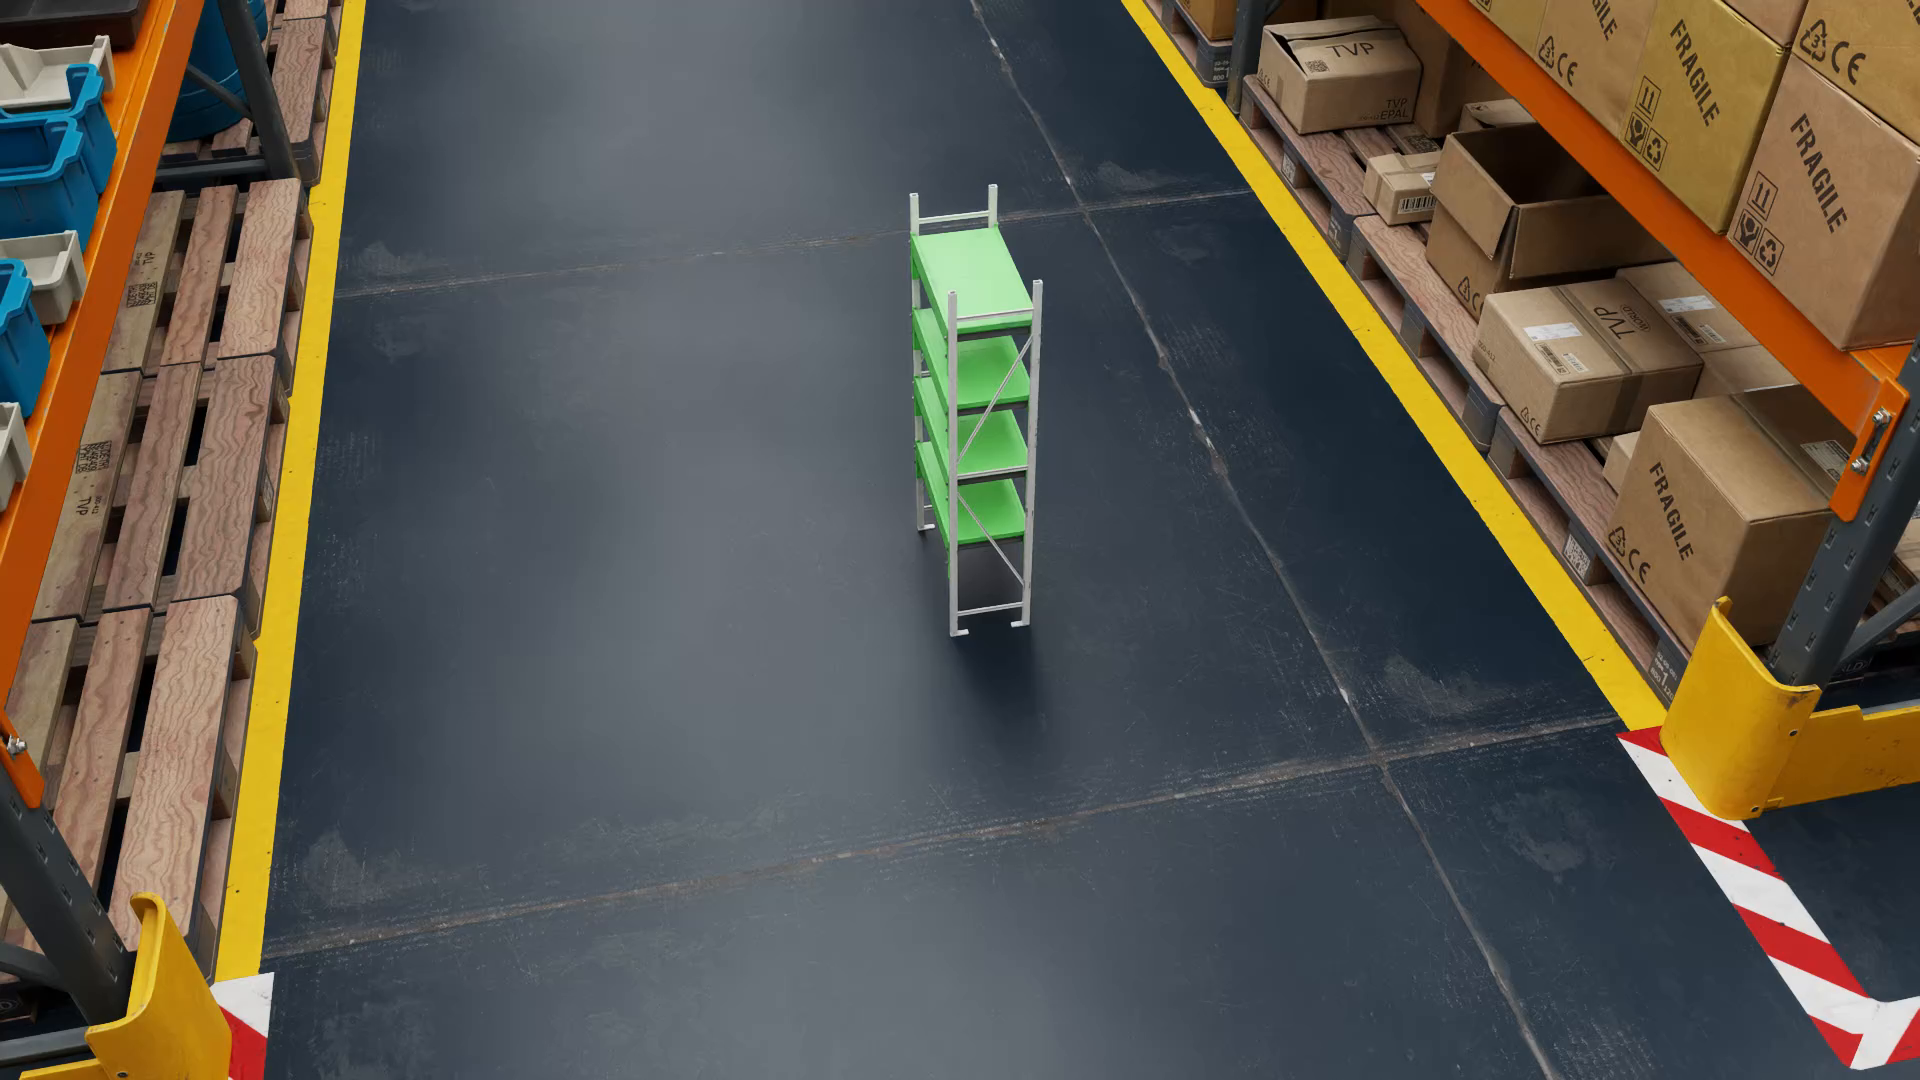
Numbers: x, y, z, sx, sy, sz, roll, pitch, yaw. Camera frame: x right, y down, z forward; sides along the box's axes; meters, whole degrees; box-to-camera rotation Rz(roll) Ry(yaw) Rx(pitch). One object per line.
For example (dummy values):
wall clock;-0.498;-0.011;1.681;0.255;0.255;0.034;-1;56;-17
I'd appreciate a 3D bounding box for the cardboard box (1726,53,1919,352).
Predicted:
cardboard box;2.191;-0.803;3.820;0.500;0.500;0.500;-7;42;-8

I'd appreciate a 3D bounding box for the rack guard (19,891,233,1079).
rack guard;-2.266;1.142;3.587;1.175;0.500;0.348;-8;42;-9

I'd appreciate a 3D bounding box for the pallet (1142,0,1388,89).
pallet;1.477;-2.586;8.004;1.003;0.211;1.213;-8;42;-9

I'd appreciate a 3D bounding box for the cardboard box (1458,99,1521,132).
cardboard box;2.229;-1.642;6.657;0.380;0.149;0.250;-8;42;-9

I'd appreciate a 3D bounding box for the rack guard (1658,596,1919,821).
rack guard;2.537;0.371;4.455;1.175;0.500;0.348;-8;42;-9

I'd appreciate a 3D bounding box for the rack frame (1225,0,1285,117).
rack frame;1.690;-3.107;6.491;1.000;3.000;0.127;-8;42;-9

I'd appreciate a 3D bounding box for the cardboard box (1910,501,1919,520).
cardboard box;2.744;-0.102;4.908;0.380;0.166;0.250;-8;42;-9

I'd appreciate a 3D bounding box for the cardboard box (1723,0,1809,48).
cardboard box;2.079;-1.502;3.854;0.500;0.500;0.500;-7;42;-8

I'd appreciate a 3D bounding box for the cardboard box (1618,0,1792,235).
cardboard box;2.075;-1.139;4.198;0.500;0.500;0.500;-8;42;-9

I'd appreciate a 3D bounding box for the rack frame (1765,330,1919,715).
rack frame;2.553;-0.514;3.570;1.000;3.000;0.127;-8;42;-9

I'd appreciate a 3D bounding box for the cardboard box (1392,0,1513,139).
cardboard box;2.090;-2.008;6.804;0.500;0.500;0.500;-8;42;-9

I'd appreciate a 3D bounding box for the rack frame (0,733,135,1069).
rack frame;-2.284;0.193;2.773;1.000;3.000;0.127;-8;42;-9

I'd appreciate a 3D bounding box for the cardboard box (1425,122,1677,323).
cardboard box;2.100;-1.121;5.802;0.797;0.503;0.637;-8;42;-9

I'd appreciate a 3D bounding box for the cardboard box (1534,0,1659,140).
cardboard box;1.973;-1.463;4.563;0.500;0.500;0.500;-8;42;-9

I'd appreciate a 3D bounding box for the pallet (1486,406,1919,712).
pallet;2.364;-0.037;5.133;1.003;0.211;1.213;-8;42;-9

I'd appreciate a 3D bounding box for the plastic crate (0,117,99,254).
plastic crate;-2.300;-0.827;4.004;0.416;0.233;0.300;-8;42;-9

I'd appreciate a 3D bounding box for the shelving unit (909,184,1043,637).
shelving unit;0.036;-0.341;4.731;0.258;1.200;0.503;-8;42;-9

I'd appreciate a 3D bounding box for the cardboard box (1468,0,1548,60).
cardboard box;1.864;-1.790;4.931;0.500;0.500;0.500;-9;42;-10

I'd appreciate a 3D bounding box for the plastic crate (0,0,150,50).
plastic crate;-2.644;-1.632;4.991;0.437;0.125;0.590;-8;42;-9

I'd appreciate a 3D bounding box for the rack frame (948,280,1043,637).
rack frame;0.088;-0.183;4.553;0.240;1.200;0.015;-8;42;-9

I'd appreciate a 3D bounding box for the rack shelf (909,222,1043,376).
rack shelf;0.036;-0.653;4.455;0.258;0.148;0.480;-8;42;-9

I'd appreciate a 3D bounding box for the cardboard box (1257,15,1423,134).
cardboard box;1.569;-1.963;6.896;0.500;0.311;0.500;-8;42;-9

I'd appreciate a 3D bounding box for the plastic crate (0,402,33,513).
plastic crate;-2.004;-0.158;3.322;0.250;0.136;0.298;-8;42;-9

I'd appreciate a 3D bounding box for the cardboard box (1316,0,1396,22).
cardboard box;1.823;-2.685;7.567;0.500;0.500;0.500;-10;43;-11

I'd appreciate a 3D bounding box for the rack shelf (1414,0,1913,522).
rack shelf;2.121;-1.542;5.269;1.077;0.370;4.000;-8;42;-9

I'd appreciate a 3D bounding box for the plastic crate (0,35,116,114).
plastic crate;-2.478;-1.238;4.538;0.293;0.136;0.466;-8;42;-9

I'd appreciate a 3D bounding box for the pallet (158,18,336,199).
pallet;-3.273;-1.863;7.190;1.003;0.211;1.213;-8;42;-9

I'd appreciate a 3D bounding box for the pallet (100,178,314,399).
pallet;-2.951;-0.886;6.089;1.003;0.211;1.213;-8;42;-9

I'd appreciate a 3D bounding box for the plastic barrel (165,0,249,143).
plastic barrel;-3.248;-2.127;6.651;0.600;0.901;0.708;-8;42;-9

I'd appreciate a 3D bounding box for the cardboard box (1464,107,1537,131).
cardboard box;2.252;-1.451;6.319;0.500;0.311;0.500;-8;42;-9

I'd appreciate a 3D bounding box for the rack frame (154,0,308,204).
rack frame;-3.148;-2.400;5.694;1.000;3.000;0.127;-8;42;-9

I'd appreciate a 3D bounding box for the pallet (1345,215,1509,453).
pallet;2.104;-0.826;6.022;1.003;0.211;1.213;-8;42;-9

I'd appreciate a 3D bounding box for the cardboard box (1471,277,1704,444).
cardboard box;2.020;-0.588;5.392;0.500;0.250;0.500;-8;42;-9

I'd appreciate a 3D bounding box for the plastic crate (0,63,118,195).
plastic crate;-2.365;-1.022;4.223;0.416;0.233;0.300;-8;42;-9

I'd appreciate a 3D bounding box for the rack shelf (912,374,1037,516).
rack shelf;0.036;-0.294;4.773;0.258;0.148;0.480;-8;42;-9

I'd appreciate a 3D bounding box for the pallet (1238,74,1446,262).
pallet;1.837;-1.619;6.915;1.003;0.211;1.213;-8;42;-9

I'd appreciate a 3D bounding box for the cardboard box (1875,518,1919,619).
cardboard box;2.798;0.067;4.731;0.380;0.149;0.250;-8;42;-9

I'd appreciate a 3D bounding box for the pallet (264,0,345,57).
pallet;-3.540;-2.655;8.082;1.003;0.211;1.213;-8;42;-9

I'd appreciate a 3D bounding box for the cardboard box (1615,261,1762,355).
cardboard box;2.497;-0.692;5.510;0.500;0.250;0.500;-8;42;-9

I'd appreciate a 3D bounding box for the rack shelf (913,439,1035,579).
rack shelf;0.036;-0.114;4.933;0.258;0.148;0.480;-8;42;-9

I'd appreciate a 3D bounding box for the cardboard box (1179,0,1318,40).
cardboard box;1.303;-2.616;7.489;0.500;0.500;0.500;-9;42;-10

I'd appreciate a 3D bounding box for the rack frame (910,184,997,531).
rack frame;-0.017;-0.500;4.909;0.240;1.200;0.015;-8;42;-9

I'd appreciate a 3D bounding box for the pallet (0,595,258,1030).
pallet;-2.424;0.696;4.307;1.003;0.211;1.213;-8;42;-9

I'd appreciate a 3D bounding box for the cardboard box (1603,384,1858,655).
cardboard box;2.195;-0.061;4.611;0.500;0.500;0.500;-8;42;-9

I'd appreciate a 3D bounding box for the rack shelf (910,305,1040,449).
rack shelf;0.036;-0.473;4.614;0.258;0.148;0.480;-8;42;-9

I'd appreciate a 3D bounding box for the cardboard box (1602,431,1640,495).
cardboard box;2.196;-0.212;5.032;0.380;0.166;0.250;-8;42;-9

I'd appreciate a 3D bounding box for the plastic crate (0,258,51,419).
plastic crate;-2.158;-0.401;3.523;0.416;0.233;0.300;-8;42;-9

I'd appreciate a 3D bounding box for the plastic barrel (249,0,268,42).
plastic barrel;-3.401;-2.586;7.168;0.600;0.901;0.708;-8;42;-9

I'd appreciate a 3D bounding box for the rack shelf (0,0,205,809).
rack shelf;-2.716;-0.834;4.472;1.077;0.370;4.000;-8;42;-9

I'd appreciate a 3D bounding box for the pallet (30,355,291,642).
pallet;-2.684;-0.093;5.196;1.003;0.211;1.213;-8;42;-9

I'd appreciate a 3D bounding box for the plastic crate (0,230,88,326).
plastic crate;-2.151;-0.597;3.817;0.250;0.136;0.298;-8;42;-9

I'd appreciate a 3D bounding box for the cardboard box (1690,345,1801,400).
cardboard box;2.605;-0.368;5.145;0.500;0.250;0.500;-8;42;-9

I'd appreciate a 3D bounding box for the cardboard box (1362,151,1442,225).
cardboard box;1.766;-1.350;6.314;0.380;0.166;0.250;-8;42;-9

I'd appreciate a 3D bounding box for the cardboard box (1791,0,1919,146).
cardboard box;2.189;-1.175;3.485;0.500;0.500;0.500;-9;42;-10
